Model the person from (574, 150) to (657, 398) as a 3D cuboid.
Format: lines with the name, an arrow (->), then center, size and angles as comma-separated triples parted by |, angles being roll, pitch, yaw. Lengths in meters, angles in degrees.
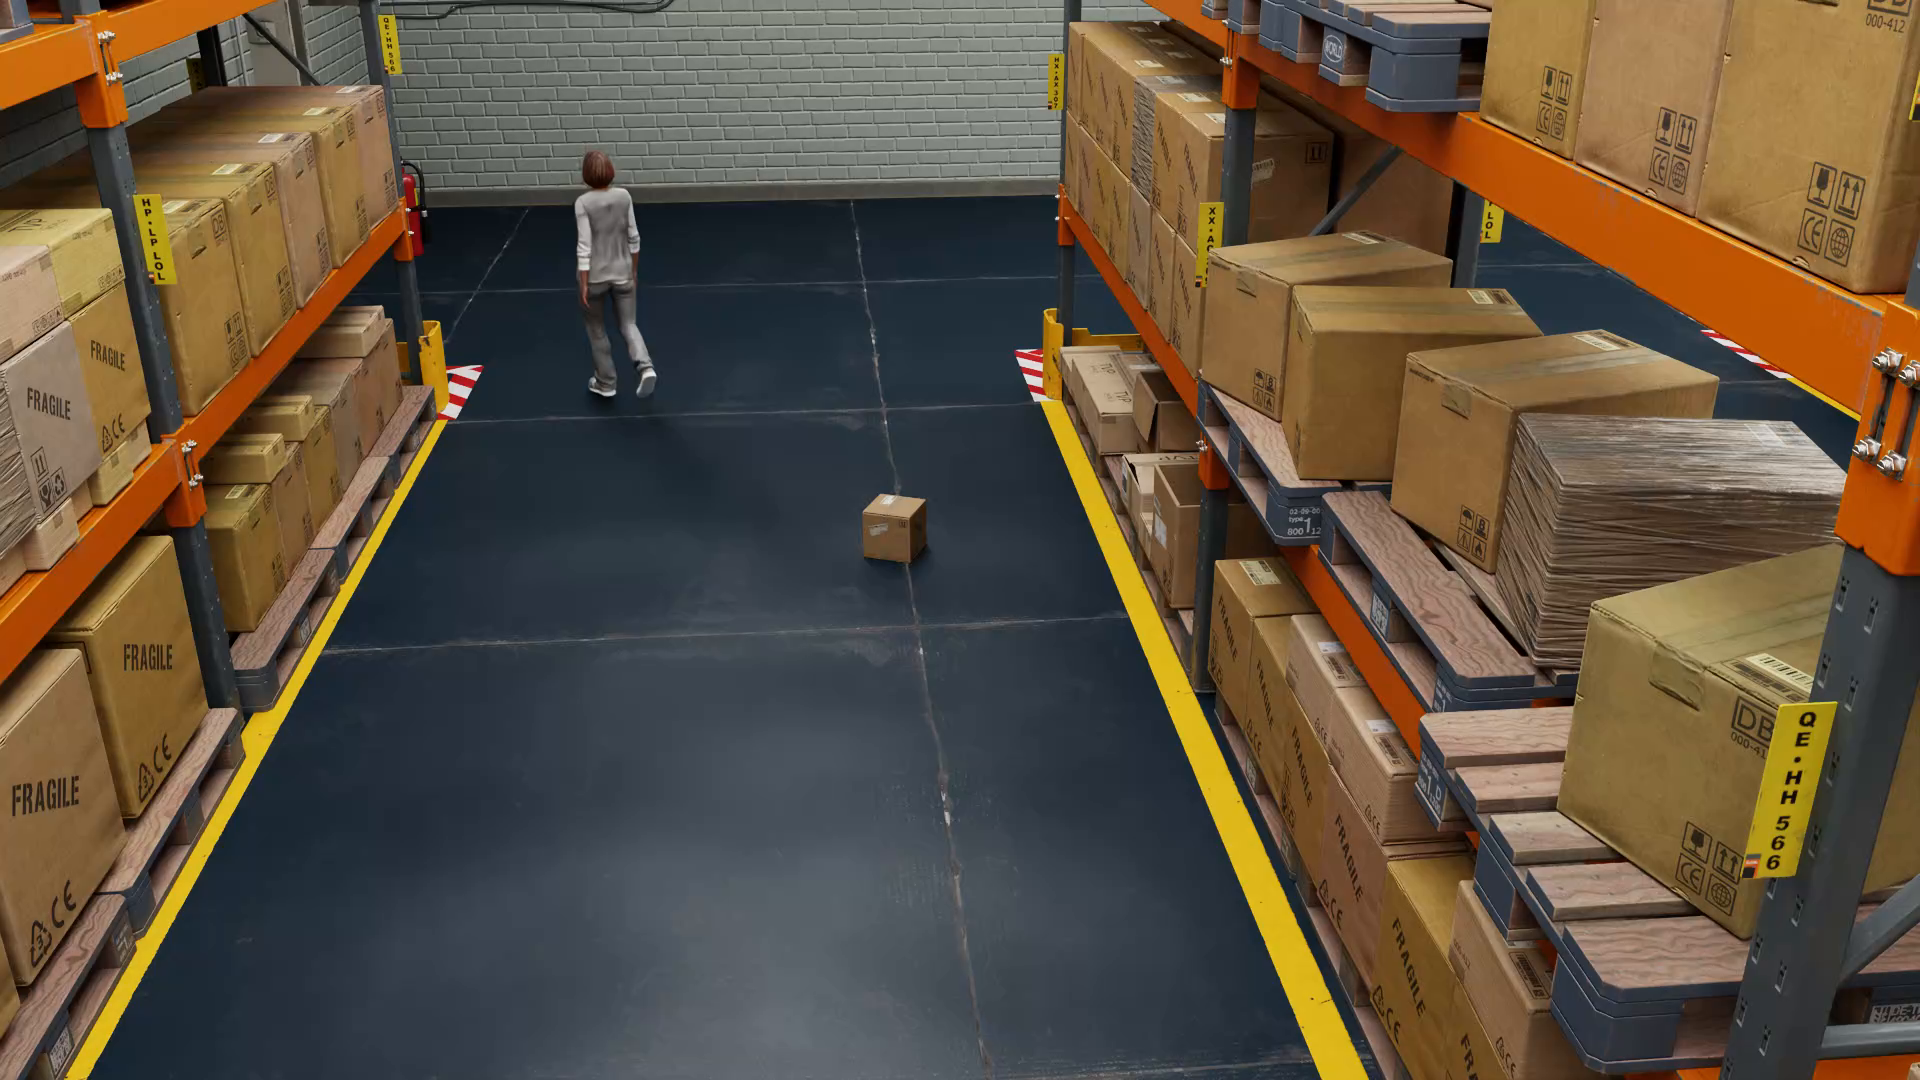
person -> -2.125, -1.592, 10.148 | 0.416, 1.568, 0.741 | -14, 28, -28
